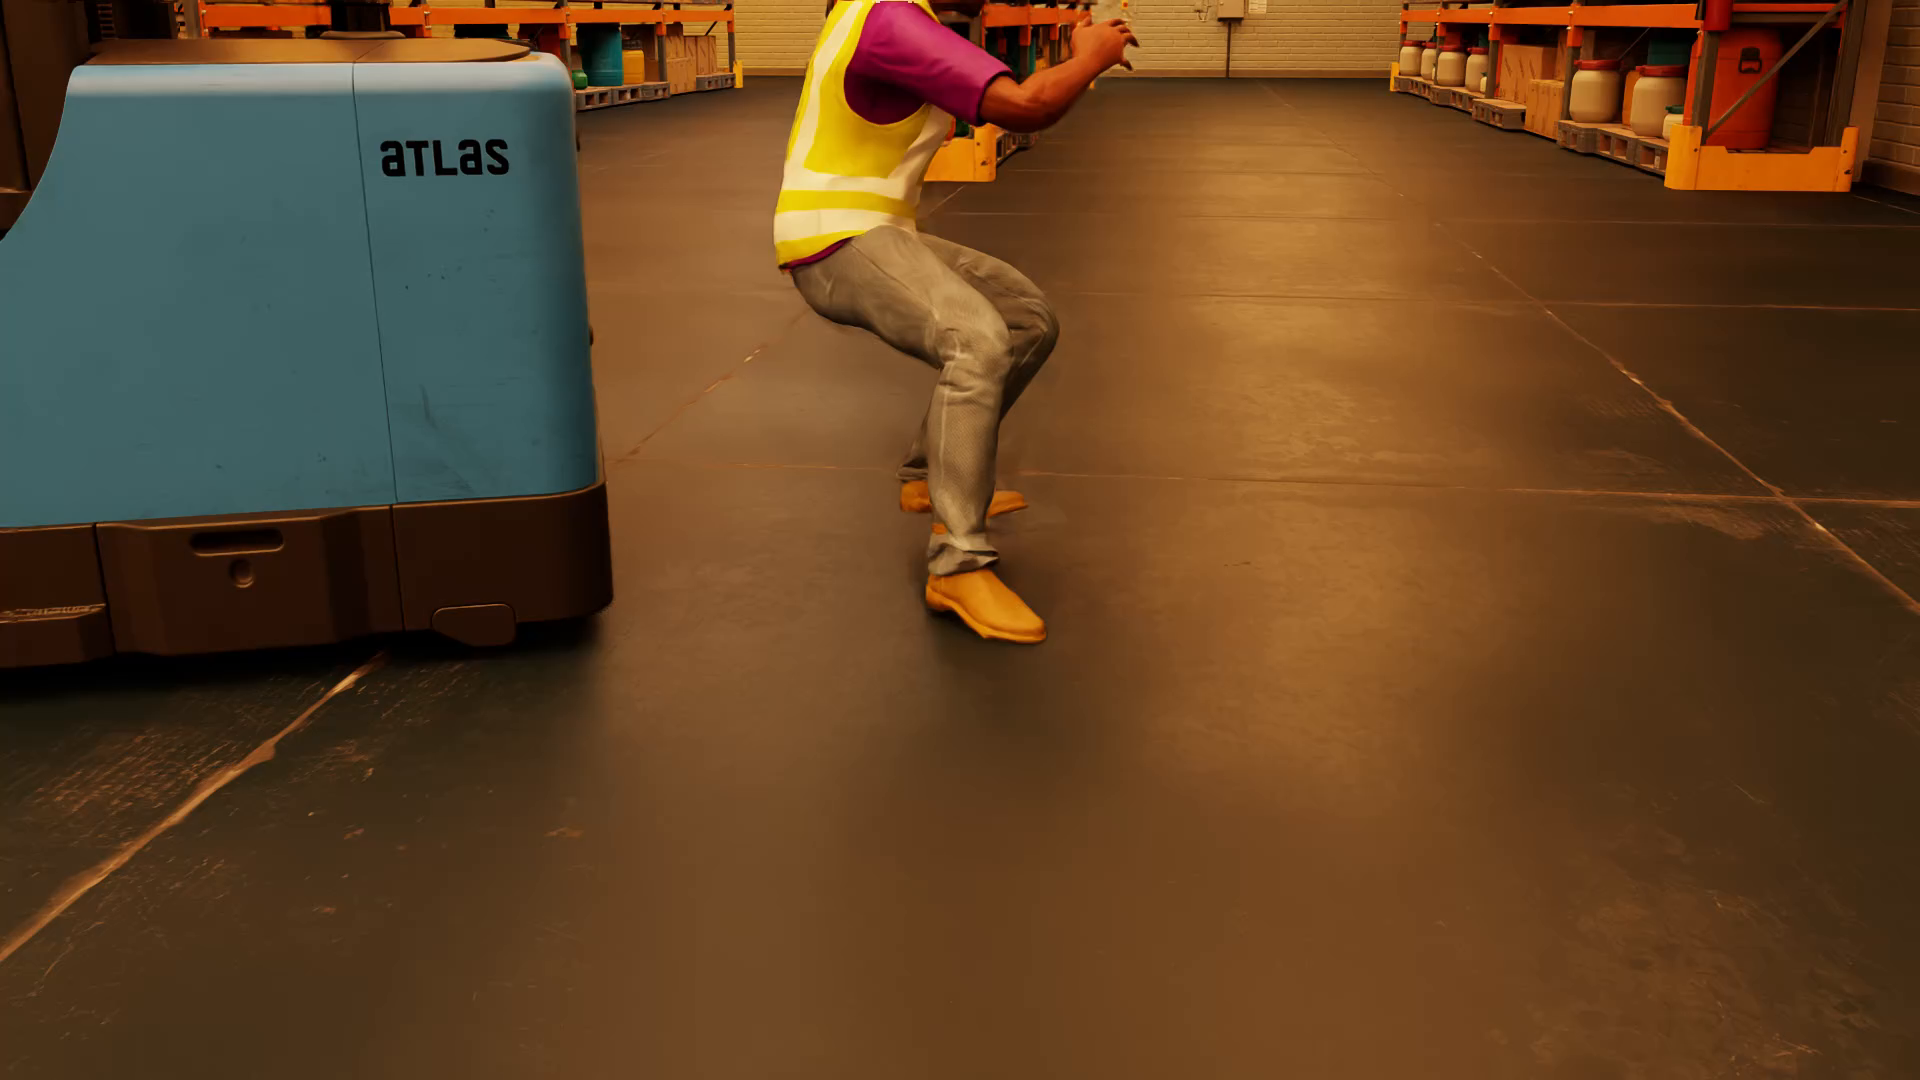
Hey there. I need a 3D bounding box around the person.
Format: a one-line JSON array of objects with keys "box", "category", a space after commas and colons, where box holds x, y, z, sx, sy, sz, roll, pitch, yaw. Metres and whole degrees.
[{"box": [-0.010, -0.726, 3.736, 0.783, 1.457, 1.599, 0, 17, 1], "category": "person"}]

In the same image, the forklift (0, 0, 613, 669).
[{"box": [-2.245, -1.236, 2.872, 3.031, 2.935, 1.130, -4, 18, -13], "category": "forklift"}]
